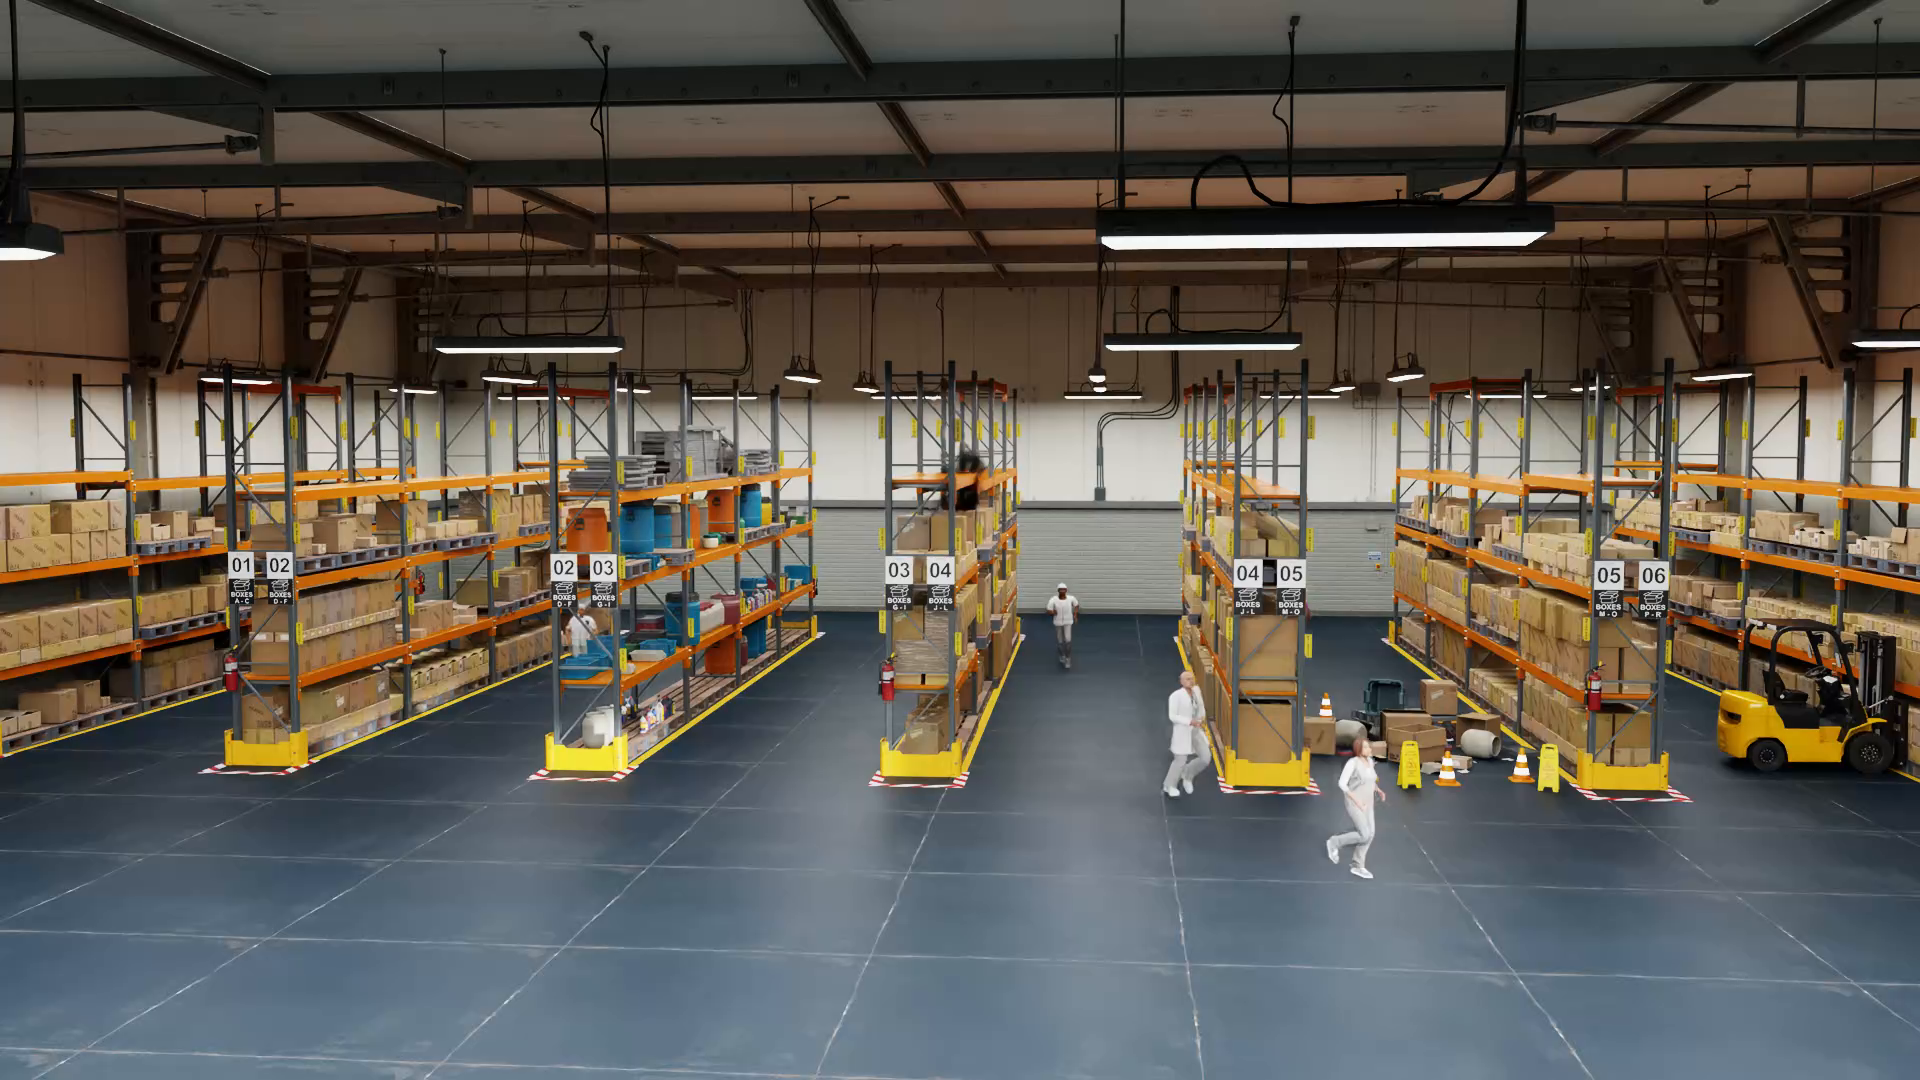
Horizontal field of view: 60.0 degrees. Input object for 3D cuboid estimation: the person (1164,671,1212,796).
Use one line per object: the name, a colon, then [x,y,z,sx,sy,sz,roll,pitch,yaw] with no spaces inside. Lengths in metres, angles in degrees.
person: [3.118,2.629,22.570,0.732,1.717,0.831,-2,4,-28]

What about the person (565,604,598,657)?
person: [-7.417,2.057,32.537,0.607,1.639,0.550,0,4,-4]

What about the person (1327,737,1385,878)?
person: [4.481,3.000,18.763,0.533,1.573,0.588,-3,5,-41]

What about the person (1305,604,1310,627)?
person: [6.941,1.853,34.802,0.726,1.750,0.912,0,4,7]

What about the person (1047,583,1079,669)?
person: [2.174,1.769,35.199,0.672,1.731,0.762,0,4,5]
